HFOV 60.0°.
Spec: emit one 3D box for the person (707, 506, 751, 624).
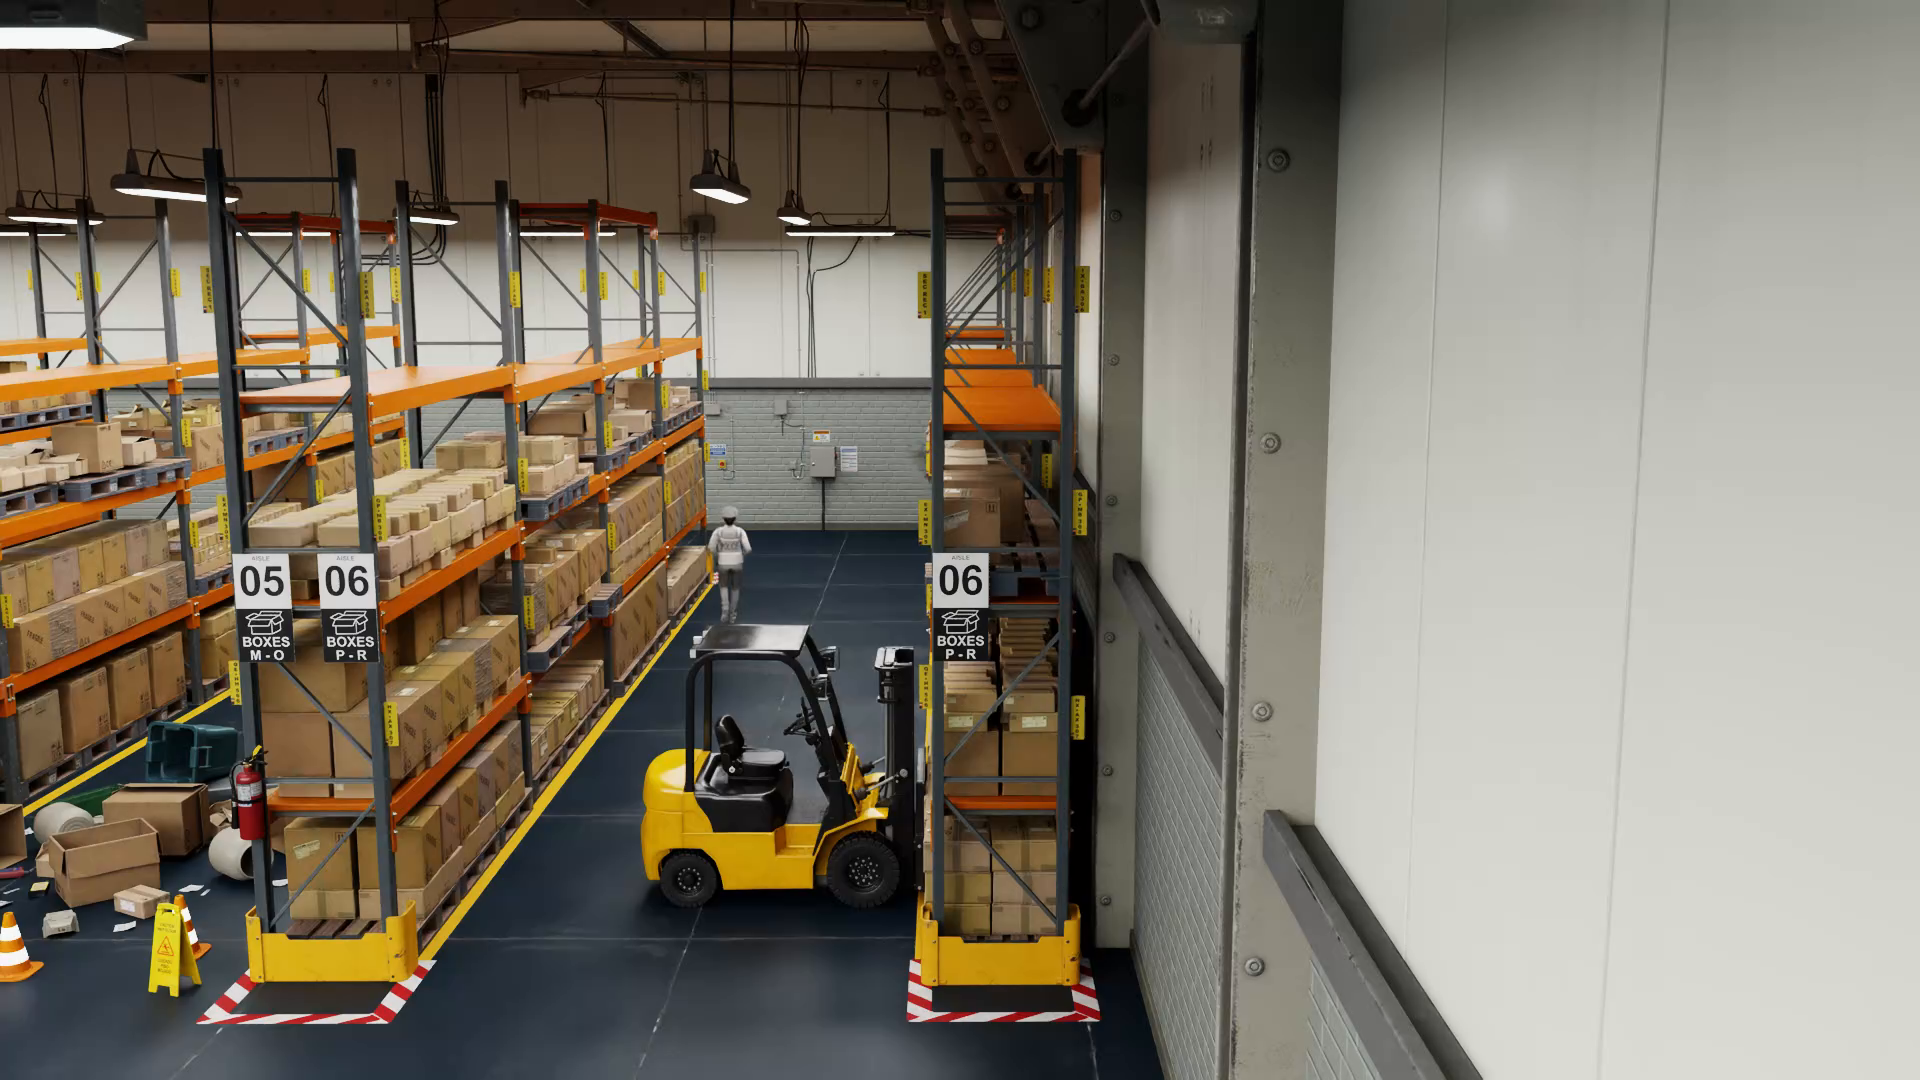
[{"bbox_3d":[-3.224,0.341,23.285,0.611,1.662,0.527,-1,9,-6],"label":"person"}]
